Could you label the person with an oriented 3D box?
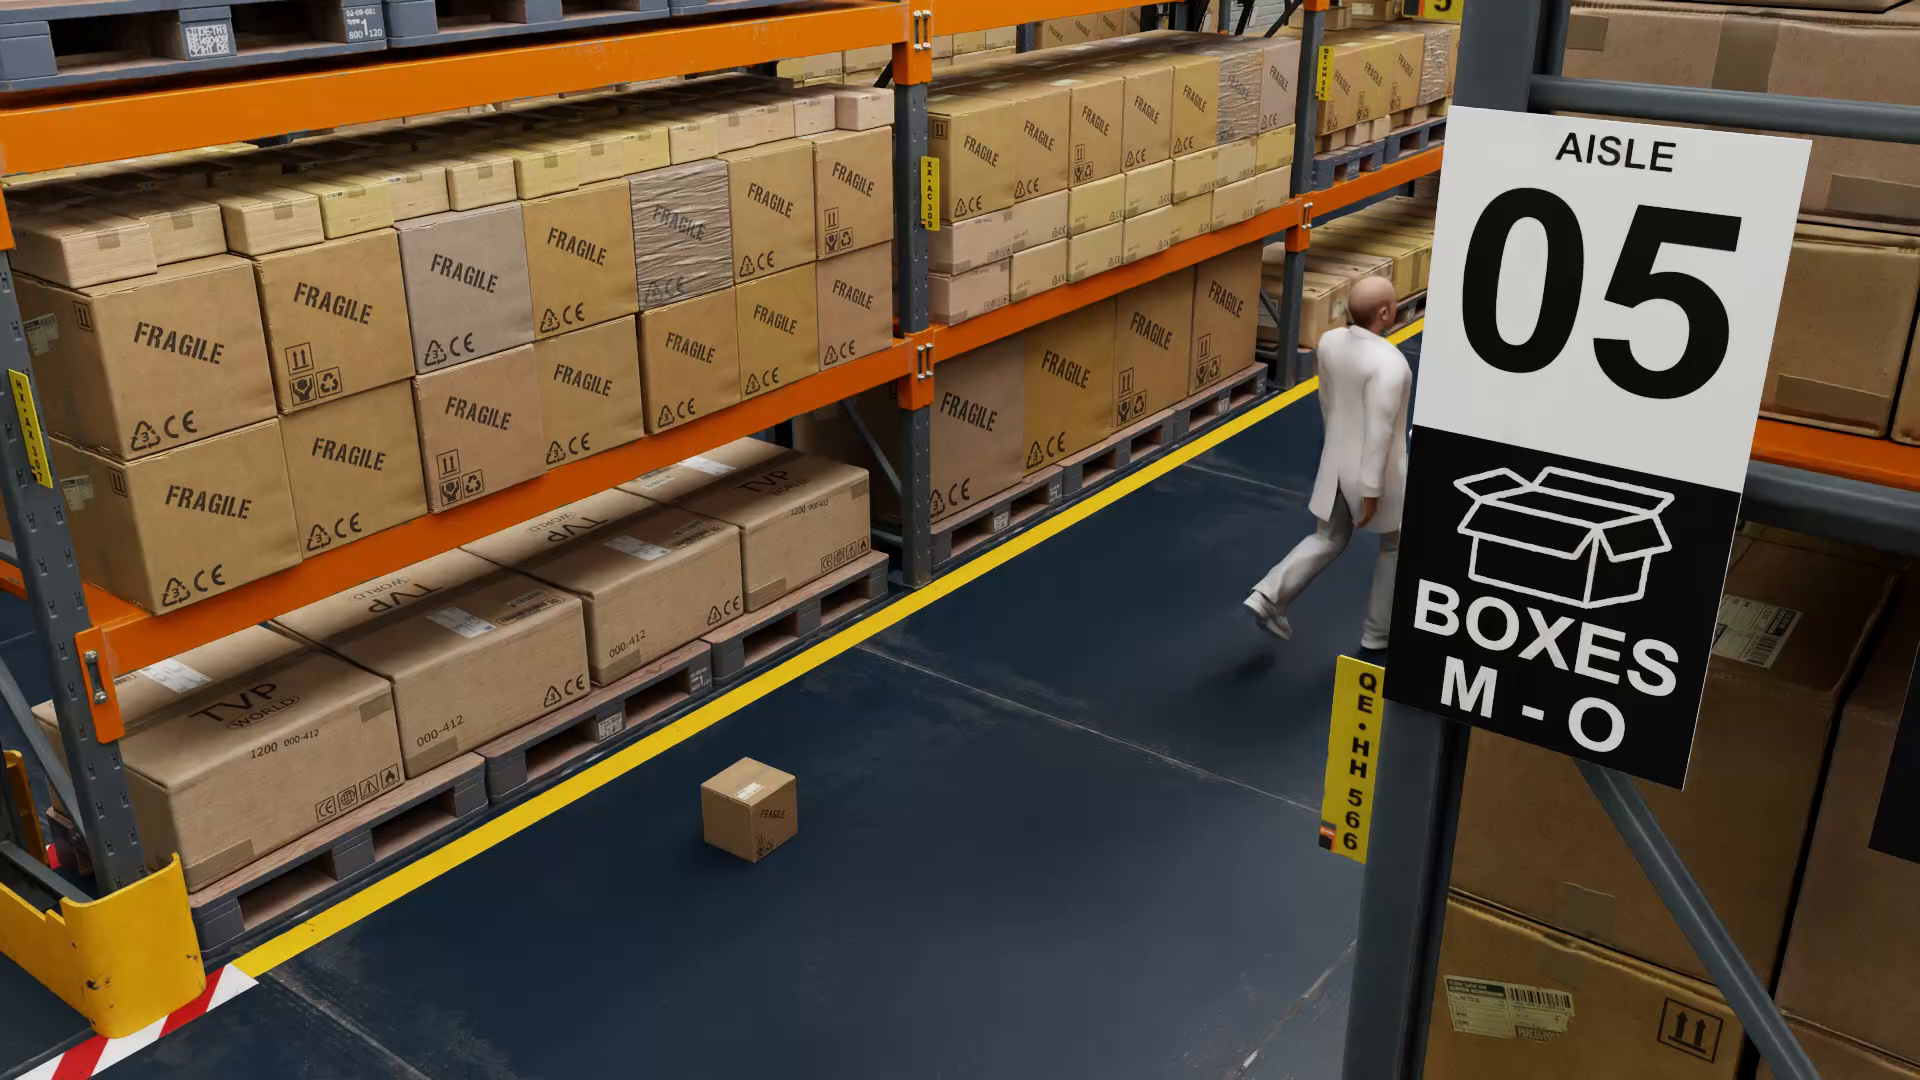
[{"bbox_3d":[1.721,-0.313,7.327,0.958,1.739,0.559,-12,26,-26],"label":"person"}]
